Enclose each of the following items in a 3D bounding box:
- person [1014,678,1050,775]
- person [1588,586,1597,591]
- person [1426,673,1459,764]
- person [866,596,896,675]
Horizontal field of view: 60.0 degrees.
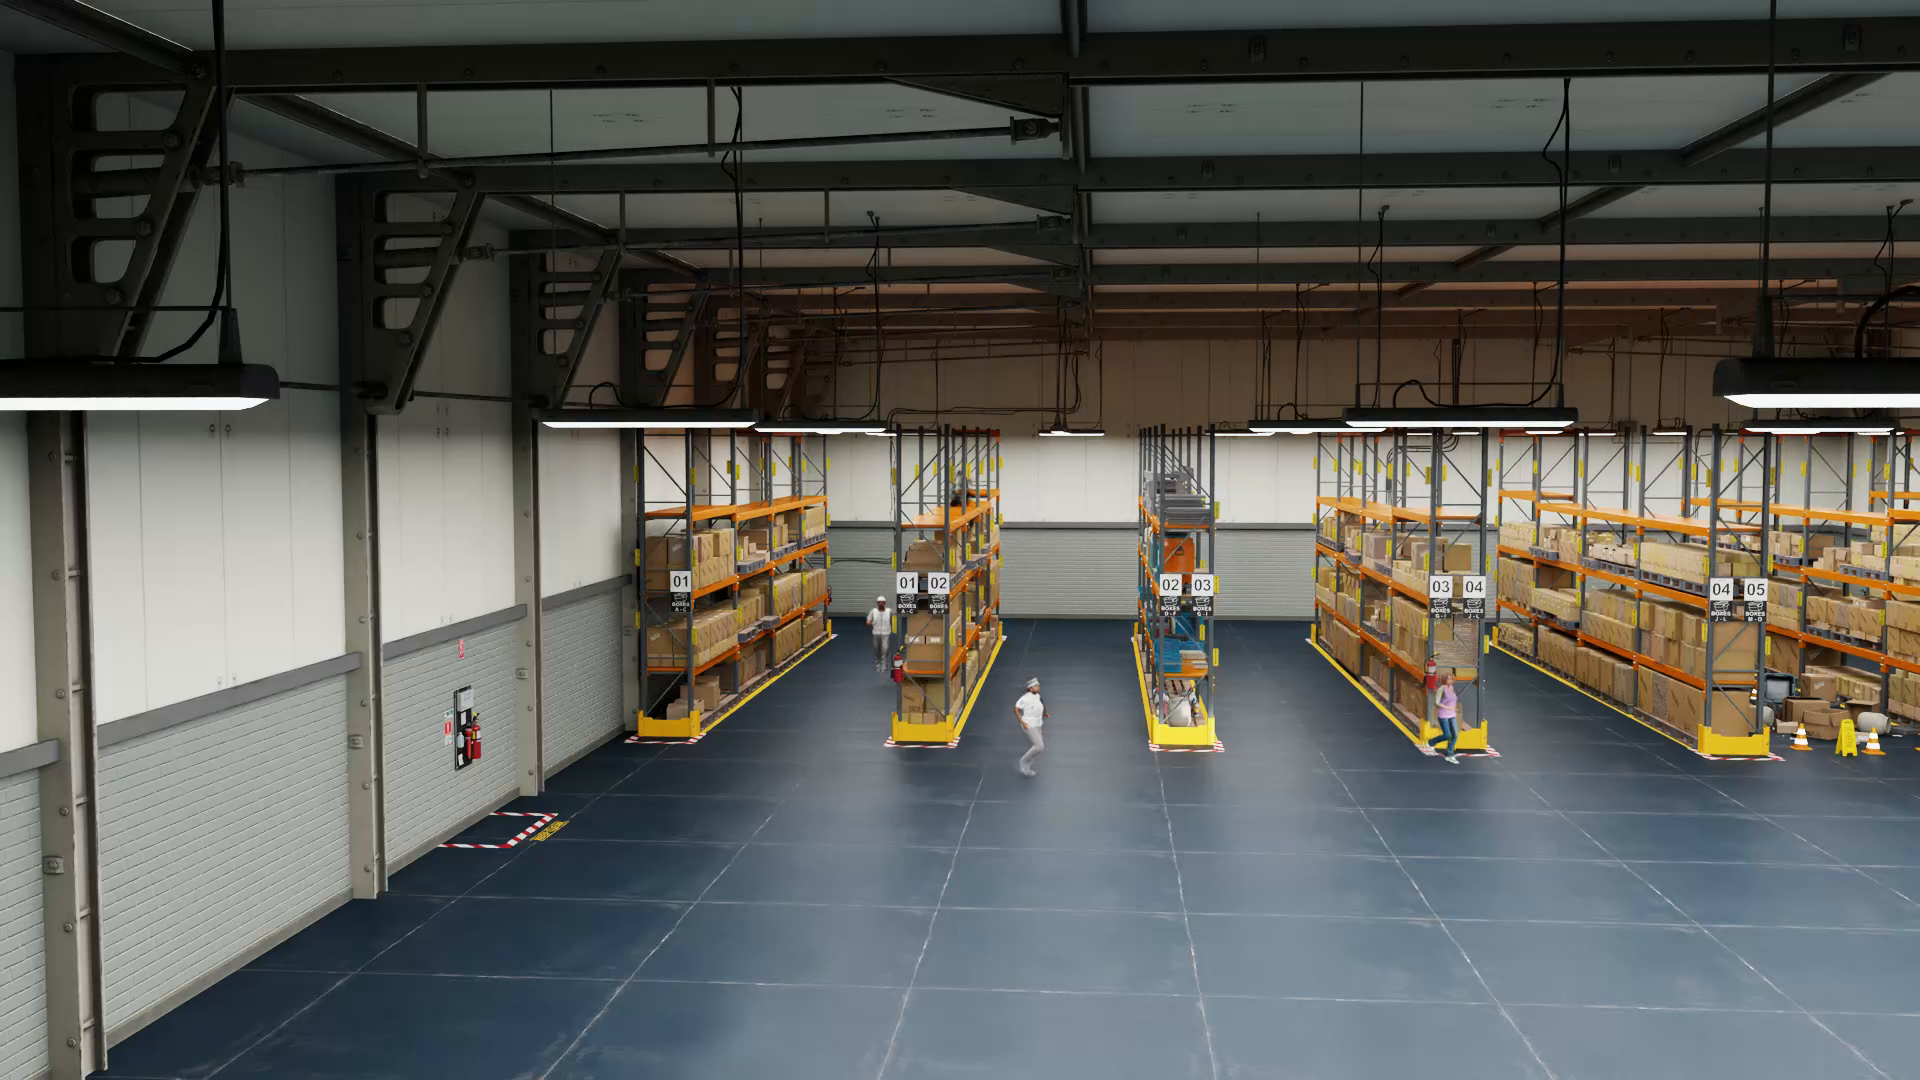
[{"bbox_3d":[1.251,3.160,28.167,0.546,1.670,0.628,2,4,33],"label":"person"},{"bbox_3d":[16.913,2.133,44.431,0.629,1.834,0.779,-1,4,-9],"label":"person"},{"bbox_3d":[8.577,3.147,29.507,0.532,1.593,0.637,-3,4,-37],"label":"person"},{"bbox_3d":[-1.813,2.212,38.334,0.696,1.821,0.923,0,3,3],"label":"person"}]
